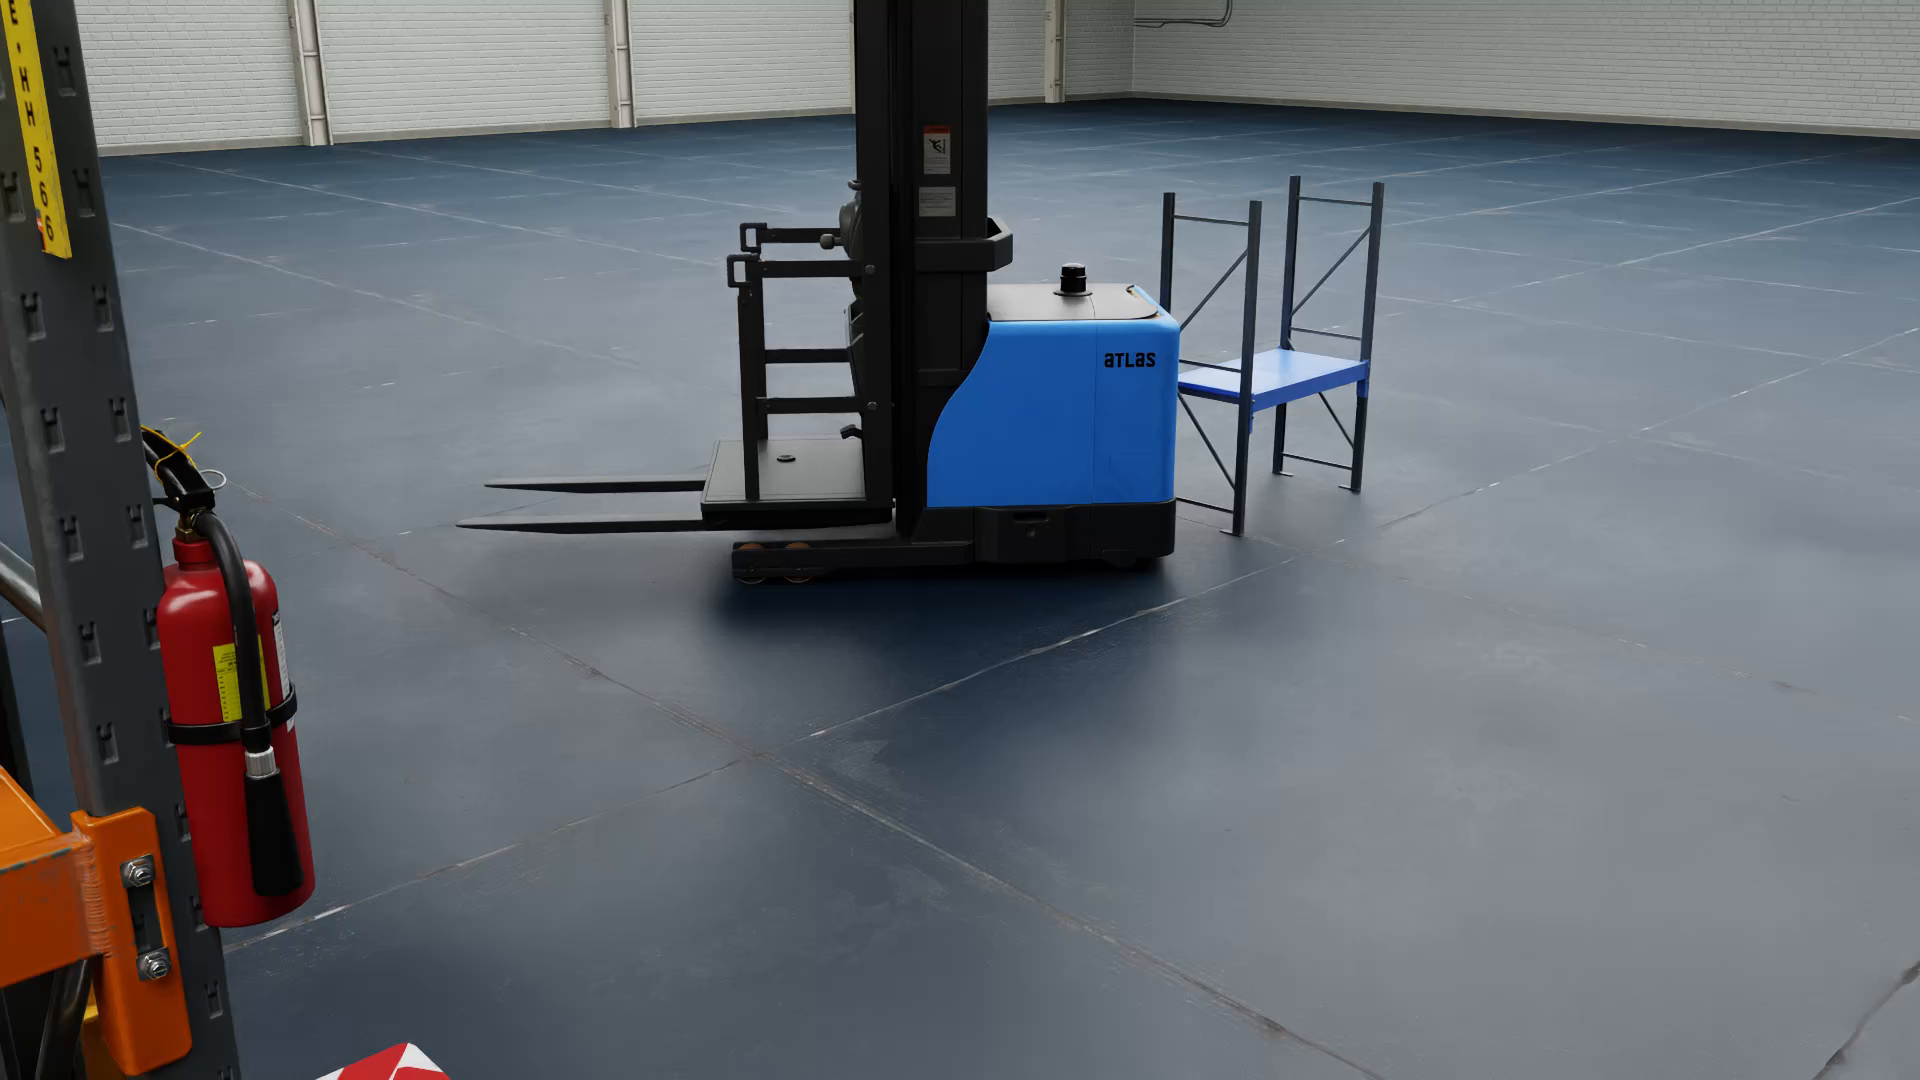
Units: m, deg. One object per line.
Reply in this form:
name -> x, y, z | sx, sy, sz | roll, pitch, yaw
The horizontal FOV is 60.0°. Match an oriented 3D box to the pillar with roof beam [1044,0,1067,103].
pillar with roof beam -> 5.219, -13.793, 35.435 | 0.400, 9.000, 9.100 | -16, 24, -41

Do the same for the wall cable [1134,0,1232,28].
wall cable -> 5.310, -13.608, 39.901 | 0.112, 2.526, 3.097 | -16, 24, -41

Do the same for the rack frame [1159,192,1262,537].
rack frame -> 1.096, -0.783, 7.467 | 0.500, 1.500, 0.032 | 16, 24, 41

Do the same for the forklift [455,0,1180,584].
forklift -> -0.625, -1.380, 6.989 | 3.031, 2.935, 1.130 | -1, 18, -4

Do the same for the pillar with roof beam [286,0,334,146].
pillar with roof beam -> -7.860, -9.979, 23.671 | 0.400, 9.000, 9.100 | -16, 24, -41

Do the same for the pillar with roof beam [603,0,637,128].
pillar with roof beam -> -3.501, -11.250, 27.593 | 0.400, 9.000, 9.100 | -16, 24, -41

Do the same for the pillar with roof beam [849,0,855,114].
pillar with roof beam -> 0.859, -12.521, 31.514 | 0.400, 9.000, 9.100 | -16, 24, -41

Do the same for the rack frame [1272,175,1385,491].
rack frame -> 1.797, -1.010, 8.168 | 0.500, 1.500, 0.032 | 16, 24, 41

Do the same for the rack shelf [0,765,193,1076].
rack shelf -> -2.840, 0.827, 1.238 | 4.000, 0.370, 1.077 | -16, 24, -41

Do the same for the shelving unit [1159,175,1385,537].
shelving unit -> 1.446, -0.896, 7.817 | 0.538, 1.500, 1.048 | 16, 24, 41

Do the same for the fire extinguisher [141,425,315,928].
fire extinguisher -> -0.982, 0.177, 2.202 | 0.183, 0.674, 0.296 | -16, 24, -41

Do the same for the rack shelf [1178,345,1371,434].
rack shelf -> 1.446, -0.725, 7.873 | 0.538, 0.185, 1.000 | 16, 24, 41

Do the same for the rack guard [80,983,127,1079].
rack guard -> -1.370, 1.245, 2.835 | 0.348, 0.500, 1.175 | -16, 24, -41

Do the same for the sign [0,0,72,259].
sign -> -1.025, -0.478, 1.835 | 0.005, 0.325, 0.100 | -16, 24, -41
